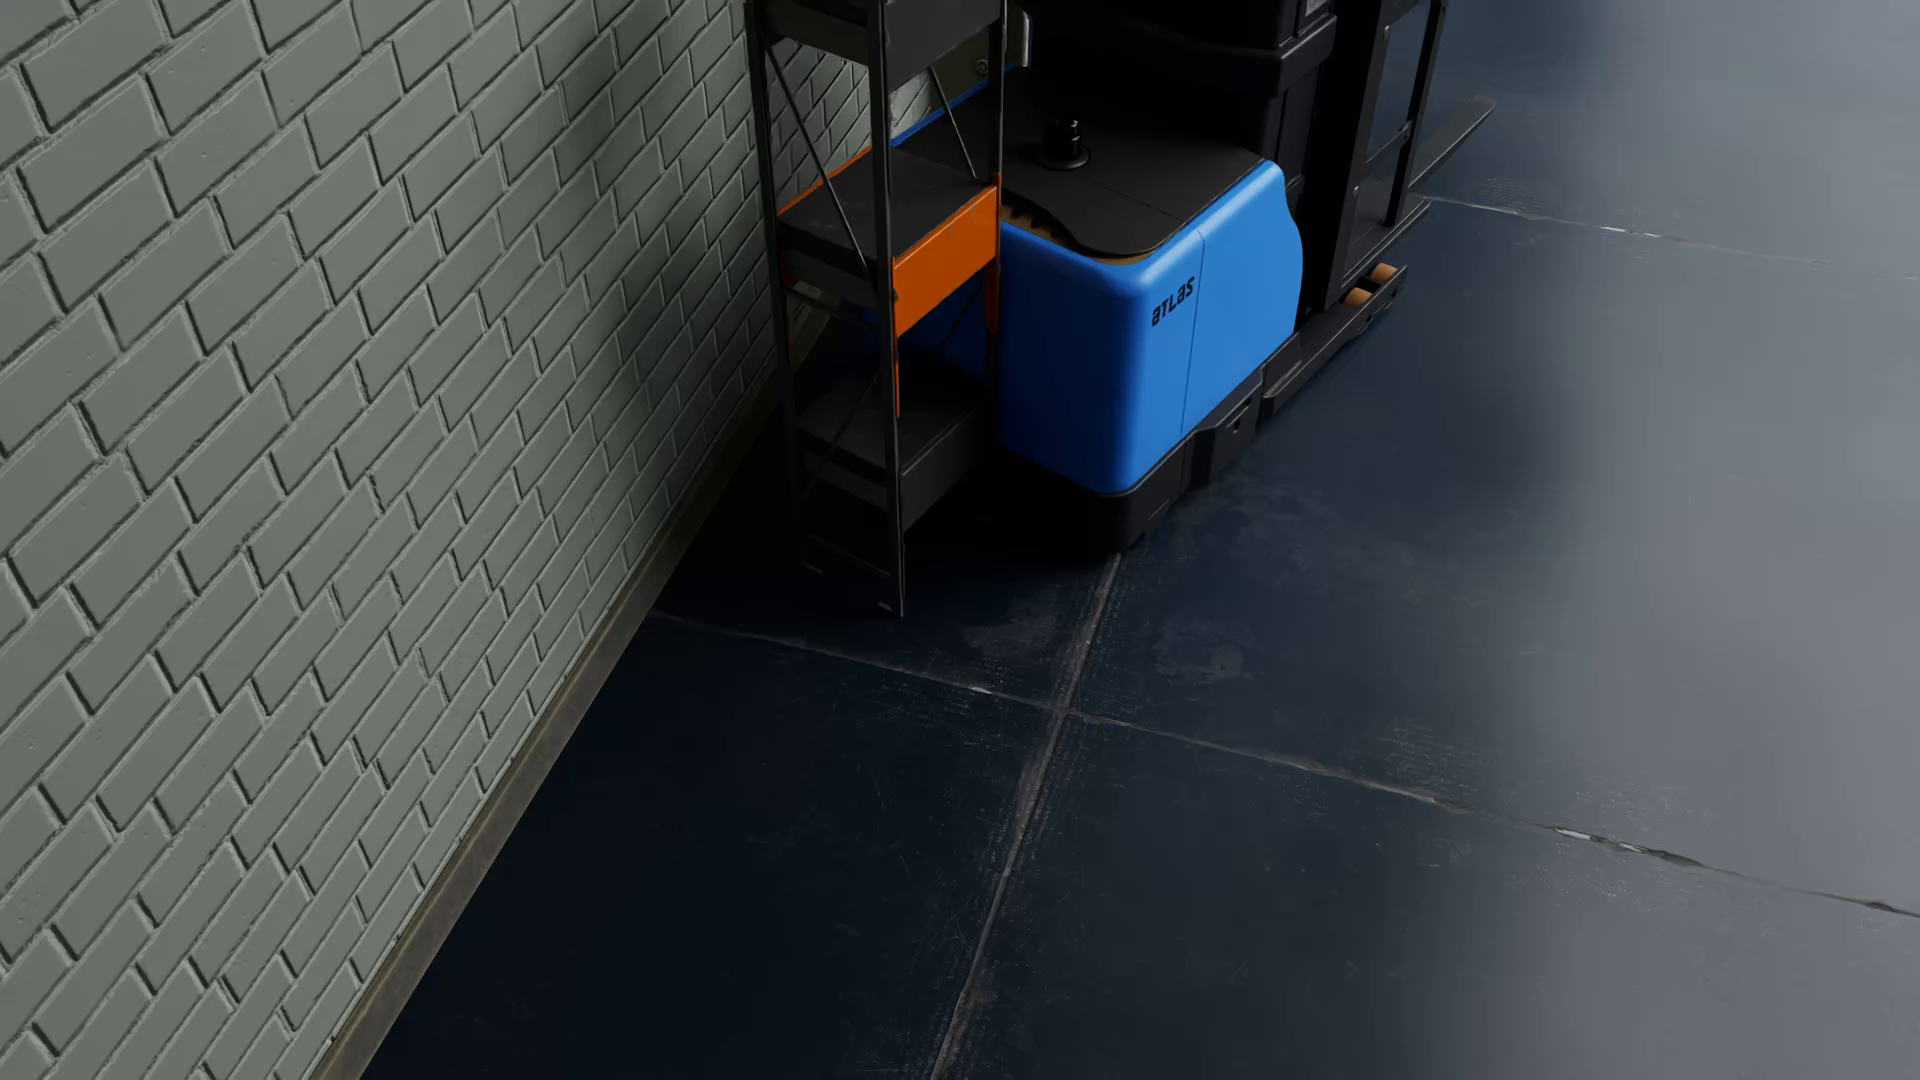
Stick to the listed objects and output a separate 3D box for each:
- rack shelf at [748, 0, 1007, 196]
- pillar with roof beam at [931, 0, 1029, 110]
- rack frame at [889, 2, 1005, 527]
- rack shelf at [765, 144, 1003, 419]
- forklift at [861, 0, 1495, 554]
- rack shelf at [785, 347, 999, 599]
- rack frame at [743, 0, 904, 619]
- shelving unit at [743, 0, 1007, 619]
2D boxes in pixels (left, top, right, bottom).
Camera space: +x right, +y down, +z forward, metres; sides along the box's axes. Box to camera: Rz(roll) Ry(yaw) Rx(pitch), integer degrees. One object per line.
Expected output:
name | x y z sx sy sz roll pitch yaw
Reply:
rack shelf | -0.198 -1.228 4.022 0.431 0.518 0.480 26 50 24
pillar with roof beam | 4.182 -4.069 2.974 9.100 9.000 0.400 13 46 13
rack frame | -0.057 -0.877 4.645 0.400 2.100 0.015 26 50 24
rack shelf | -0.197 -0.728 4.512 0.431 0.518 0.480 26 50 24
forklift | 0.980 -1.981 5.179 1.130 2.935 3.031 29 51 26
rack shelf | -0.197 -0.227 5.001 0.431 0.518 0.480 26 50 24
rack frame | -0.338 -0.598 4.360 0.400 2.100 0.015 26 50 24
shelving unit | -0.197 -0.738 4.502 0.431 2.100 0.503 26 50 24
